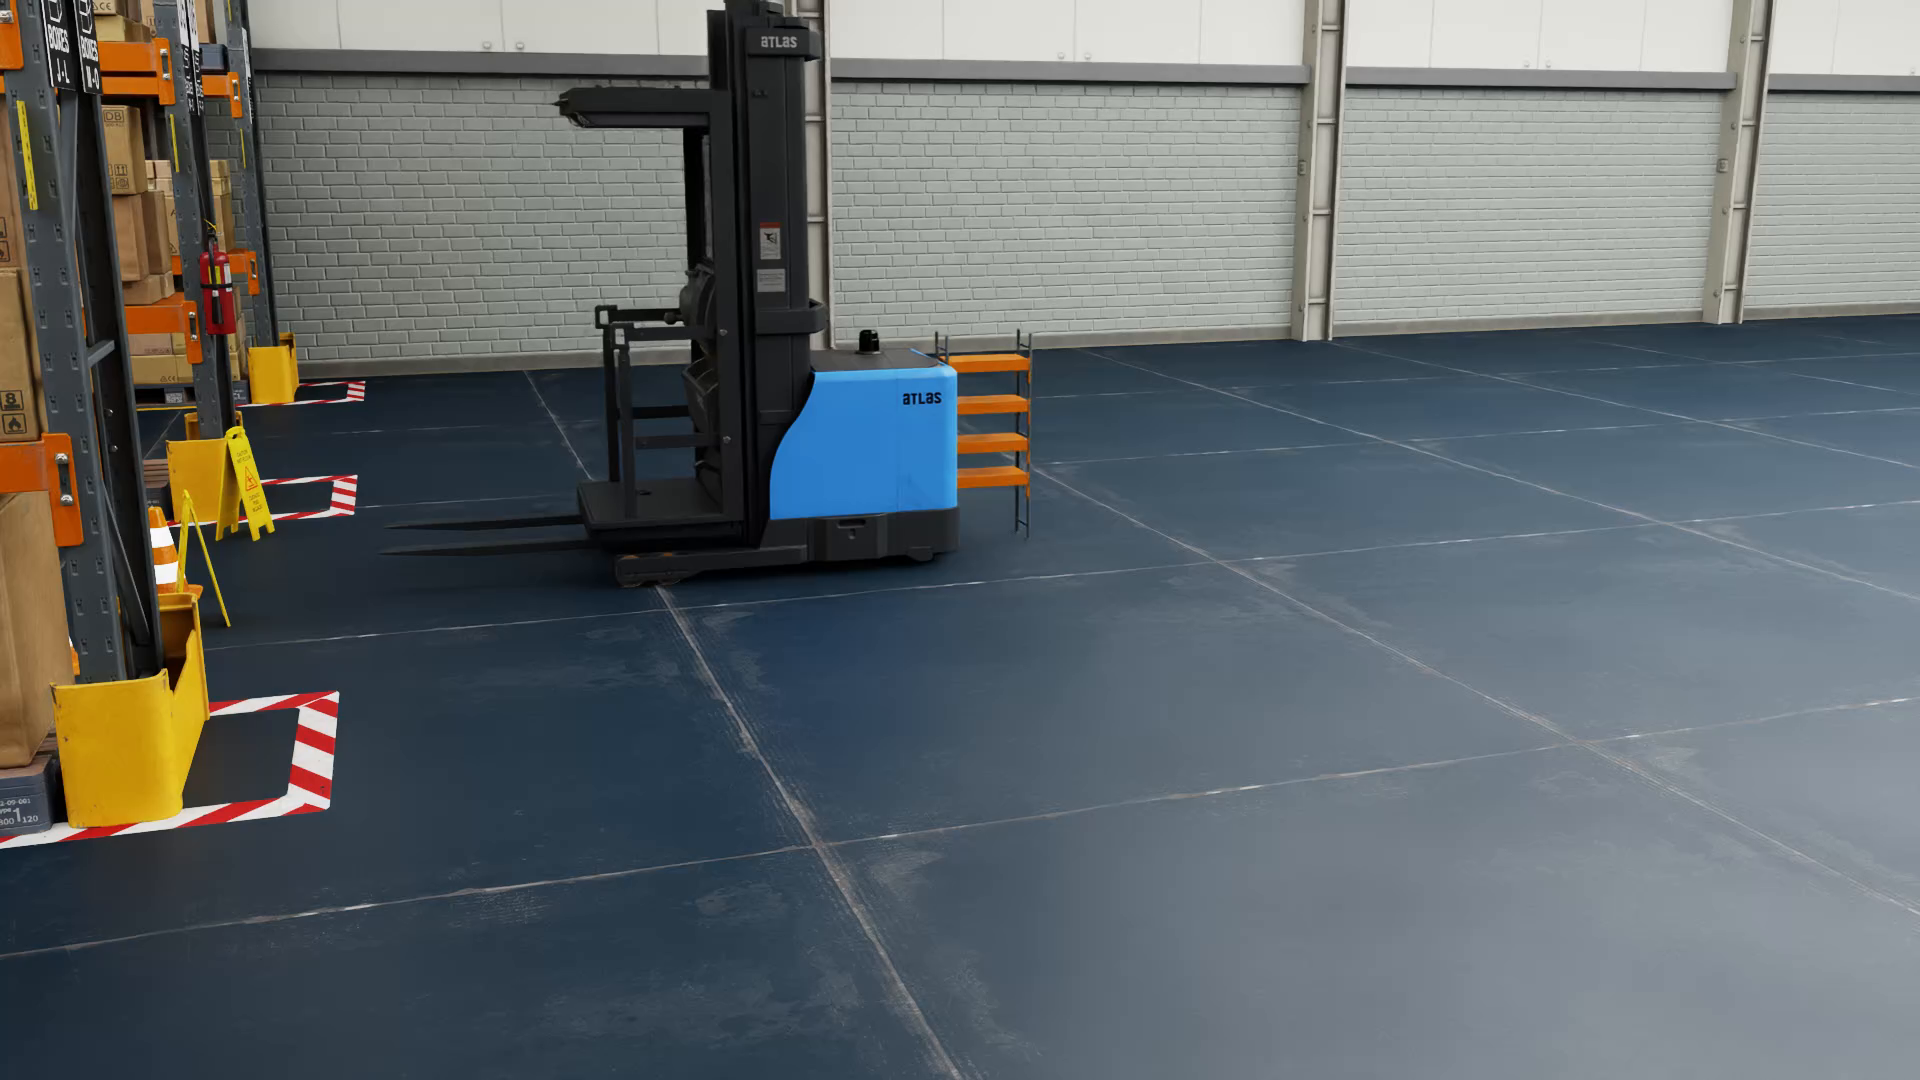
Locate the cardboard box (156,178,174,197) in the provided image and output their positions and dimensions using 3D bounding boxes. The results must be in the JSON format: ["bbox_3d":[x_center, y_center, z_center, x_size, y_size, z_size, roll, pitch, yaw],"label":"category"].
[{"bbox_3d":[-6.766,-3.044,14.340,0.250,0.149,0.380,-4,14,-17],"label":"cardboard box"}]

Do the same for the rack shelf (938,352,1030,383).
[{"bbox_3d":[0.132,-0.971,9.435,0.480,0.148,0.258,-4,14,-16],"label":"rack shelf"}]

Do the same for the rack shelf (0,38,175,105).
[{"bbox_3d":[-6.603,-2.665,9.439,4.000,0.370,1.077,-4,14,-18],"label":"rack shelf"}]

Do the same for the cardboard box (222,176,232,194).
[{"bbox_3d":[-6.698,-3.188,14.946,0.250,0.149,0.380,-5,14,-20],"label":"cardboard box"}]

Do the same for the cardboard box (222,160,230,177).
[{"bbox_3d":[-6.681,-3.323,14.871,0.250,0.149,0.380,-5,14,-19],"label":"cardboard box"}]

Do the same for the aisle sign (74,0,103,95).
[{"bbox_3d":[-3.062,-1.961,5.788,0.004,0.787,0.394,-4,14,-18],"label":"aisle sign"}]

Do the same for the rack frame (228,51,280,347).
[{"bbox_3d":[-6.294,-2.792,14.899,0.127,3.000,1.000,-4,14,-18],"label":"rack frame"}]

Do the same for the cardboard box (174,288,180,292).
[{"bbox_3d":[-7.283,-2.114,14.920,0.500,0.250,0.500,-4,14,-18],"label":"cardboard box"}]

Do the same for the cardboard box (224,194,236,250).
[{"bbox_3d":[-6.852,-2.865,14.990,0.500,0.500,0.500,-4,14,-16],"label":"cardboard box"}]

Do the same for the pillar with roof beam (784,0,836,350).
[{"bbox_3d":[-0.182,-5.356,12.712,0.400,9.000,9.100,-4,14,-18],"label":"pillar with roof beam"}]

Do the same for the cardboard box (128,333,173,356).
[{"bbox_3d":[-7.135,-1.763,14.526,0.500,0.250,0.500,-5,14,-19],"label":"cardboard box"}]

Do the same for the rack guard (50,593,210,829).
[{"bbox_3d":[-3.010,0.589,6.087,0.348,0.500,1.175,-4,14,-18],"label":"rack guard"}]

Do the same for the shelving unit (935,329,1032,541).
[{"bbox_3d":[0.132,-0.589,9.526,0.503,1.200,0.258,-4,14,-16],"label":"shelving unit"}]

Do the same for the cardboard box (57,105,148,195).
[{"bbox_3d":[-5.122,-2.298,9.802,0.500,0.500,0.700,-5,14,-19],"label":"cardboard box"}]

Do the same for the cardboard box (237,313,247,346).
[{"bbox_3d":[-6.806,-1.913,15.156,0.500,0.250,0.500,-4,14,-17],"label":"cardboard box"}]

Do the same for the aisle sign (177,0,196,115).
[{"bbox_3d":[-4.556,-2.909,9.774,0.004,0.787,0.394,-4,14,-18],"label":"aisle sign"}]

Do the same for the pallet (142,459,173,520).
[{"bbox_3d":[-5.561,-0.289,10.403,1.213,0.211,1.003,-4,14,-18],"label":"pallet"}]

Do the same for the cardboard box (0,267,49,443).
[{"bbox_3d":[-3.370,-0.661,5.616,0.550,0.550,0.875,-4,14,-18],"label":"cardboard box"}]

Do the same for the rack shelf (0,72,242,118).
[{"bbox_3d":[-8.190,-3.754,14.015,4.000,0.370,1.077,-4,14,-18],"label":"rack shelf"}]

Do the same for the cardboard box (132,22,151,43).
[{"bbox_3d":[-5.125,-3.088,10.202,0.250,0.149,0.380,-4,14,-18],"label":"cardboard box"}]

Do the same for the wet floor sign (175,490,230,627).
[{"bbox_3d":[-3.637,0.083,7.898,0.232,0.644,0.267,-7,15,-28],"label":"wet floor sign"}]

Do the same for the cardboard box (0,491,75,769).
[{"bbox_3d":[-3.655,0.268,5.717,0.875,0.875,0.875,-4,14,-18],"label":"cardboard box"}]

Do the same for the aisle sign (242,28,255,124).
[{"bbox_3d":[-6.138,-3.997,14.348,0.004,0.787,0.394,-4,14,-18],"label":"aisle sign"}]

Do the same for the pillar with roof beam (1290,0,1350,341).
[{"bbox_3d":[5.505,-5.798,14.574,0.400,9.000,9.100,-4,14,-18],"label":"pillar with roof beam"}]

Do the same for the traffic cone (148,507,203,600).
[{"bbox_3d":[-4.027,0.063,8.376,0.334,0.463,0.336,-4,14,-18],"label":"traffic cone"}]

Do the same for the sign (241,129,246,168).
[{"bbox_3d":[-6.134,-3.351,14.233,0.005,0.325,0.100,-4,14,-18],"label":"sign"}]

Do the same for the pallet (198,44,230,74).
[{"bbox_3d":[-6.973,-4.162,14.367,1.213,0.211,1.003,-4,14,-18],"label":"pallet"}]

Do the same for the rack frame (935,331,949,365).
[{"bbox_3d":[-0.103,-0.573,9.460,0.015,1.200,0.240,-4,14,-16],"label":"rack frame"}]

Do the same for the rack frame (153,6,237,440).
[{"bbox_3d":[-4.708,-1.704,10.323,0.127,3.000,1.000,-4,14,-18],"label":"rack frame"}]

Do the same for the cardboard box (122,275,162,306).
[{"bbox_3d":[-4.994,-1.507,10.039,0.250,0.149,0.380,-4,14,-16],"label":"cardboard box"}]

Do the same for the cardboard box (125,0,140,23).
[{"bbox_3d":[-5.269,-3.256,10.049,0.500,0.250,0.500,-5,14,-19],"label":"cardboard box"}]

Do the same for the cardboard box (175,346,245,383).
[{"bbox_3d":[-6.639,-1.555,14.732,0.500,0.250,0.500,-4,14,-18],"label":"cardboard box"}]

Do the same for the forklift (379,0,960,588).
[{"bbox_3d":[-1.576,-1.315,8.838,3.031,2.935,1.130,-4,14,-16],"label":"forklift"}]

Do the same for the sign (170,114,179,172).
[{"bbox_3d":[-4.550,-2.298,9.635,0.005,0.325,0.100,-4,14,-18],"label":"sign"}]

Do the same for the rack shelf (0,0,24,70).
[{"bbox_3d":[-4.929,-1.587,4.906,4.000,0.370,1.077,-4,14,-18],"label":"rack shelf"}]

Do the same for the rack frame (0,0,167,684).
[{"bbox_3d":[-3.033,-0.626,5.791,0.127,3.000,1.000,-4,14,-18],"label":"rack frame"}]

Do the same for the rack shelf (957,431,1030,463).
[{"bbox_3d":[0.132,-0.524,9.542,0.480,0.148,0.258,-4,14,-16],"label":"rack shelf"}]

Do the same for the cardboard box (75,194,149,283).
[{"bbox_3d":[-5.134,-1.797,9.855,0.500,0.500,0.500,-5,14,-19],"label":"cardboard box"}]

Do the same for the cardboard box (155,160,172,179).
[{"bbox_3d":[-6.790,-3.203,14.367,0.250,0.149,0.380,-4,14,-18],"label":"cardboard box"}]

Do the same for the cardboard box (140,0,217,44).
[{"bbox_3d":[-6.636,-4.467,14.118,0.500,0.500,0.500,-4,14,-16],"label":"cardboard box"}]
